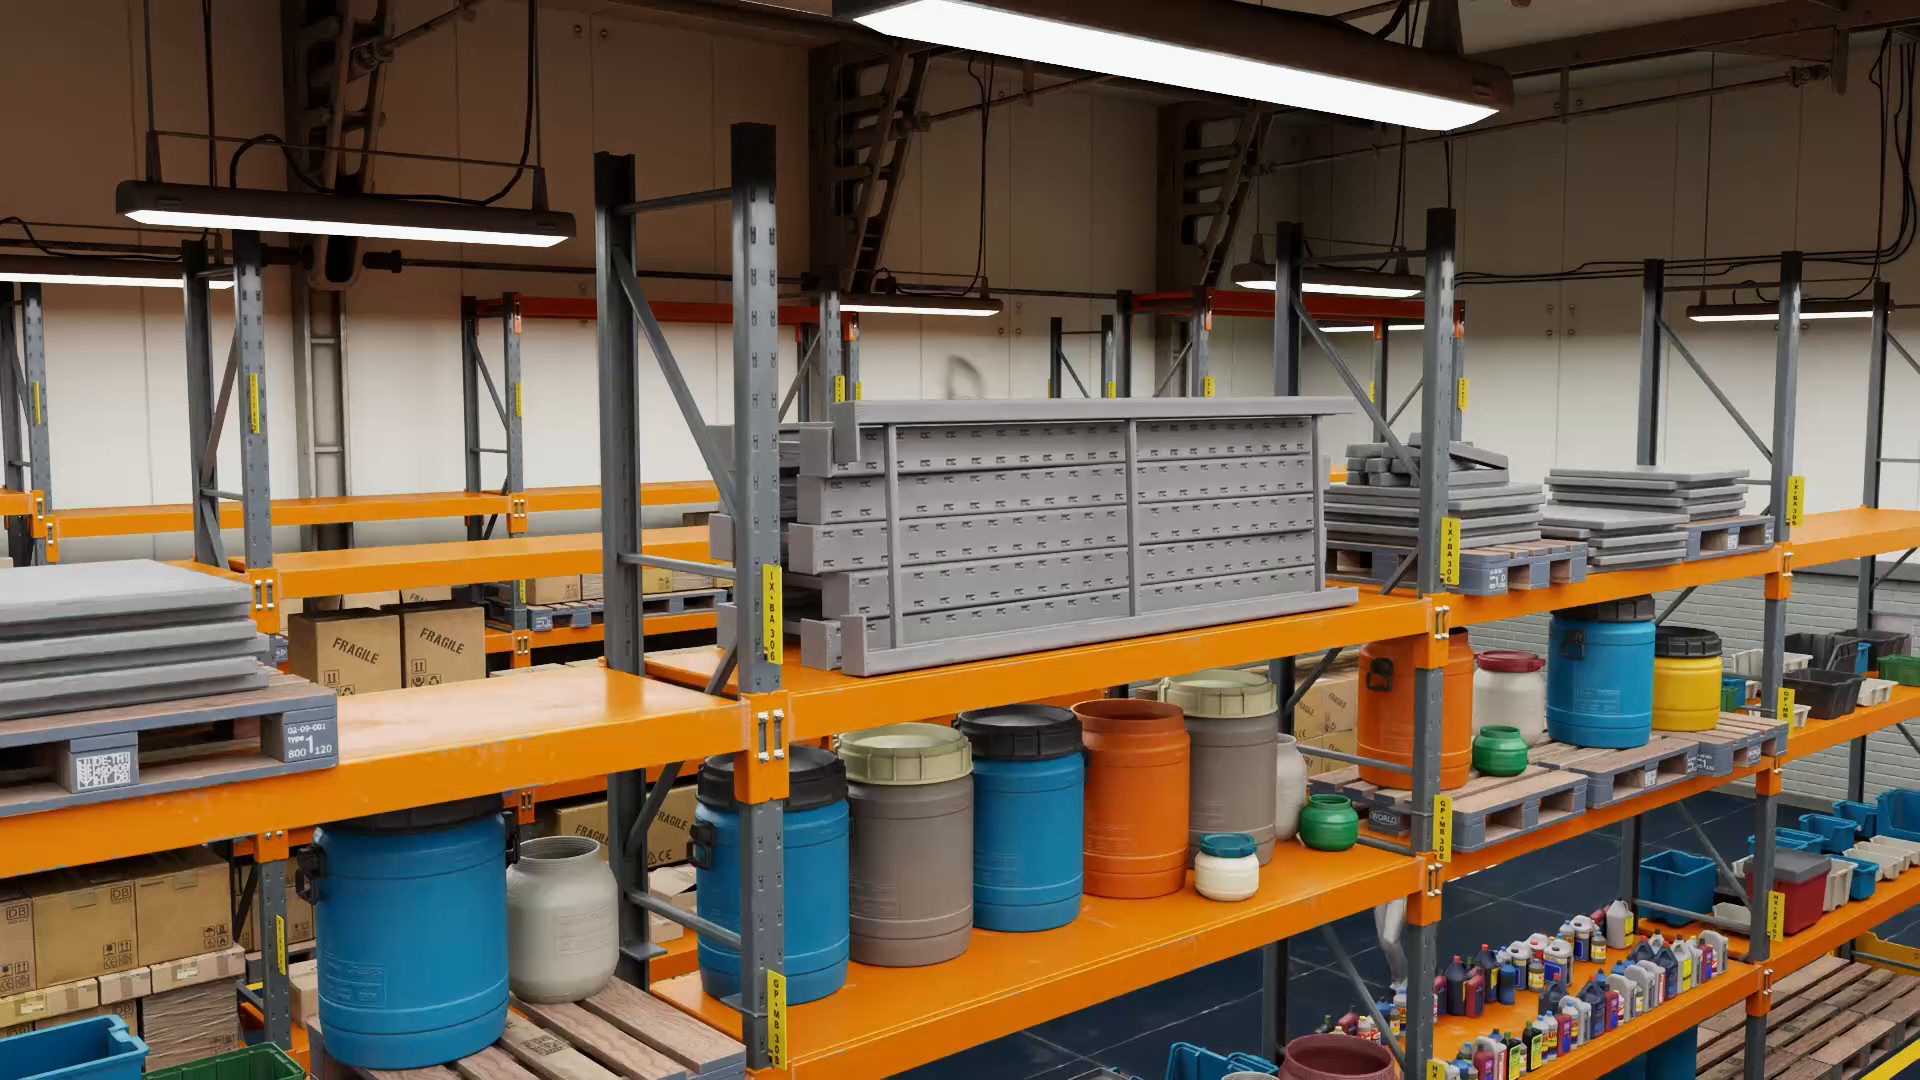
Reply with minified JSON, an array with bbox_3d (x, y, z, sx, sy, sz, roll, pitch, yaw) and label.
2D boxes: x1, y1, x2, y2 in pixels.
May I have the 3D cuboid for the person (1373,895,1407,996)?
[{"bbox_3d":[3.615,3.024,13.933,0.540,1.653,0.655,5,7,42],"label":"person"}]
